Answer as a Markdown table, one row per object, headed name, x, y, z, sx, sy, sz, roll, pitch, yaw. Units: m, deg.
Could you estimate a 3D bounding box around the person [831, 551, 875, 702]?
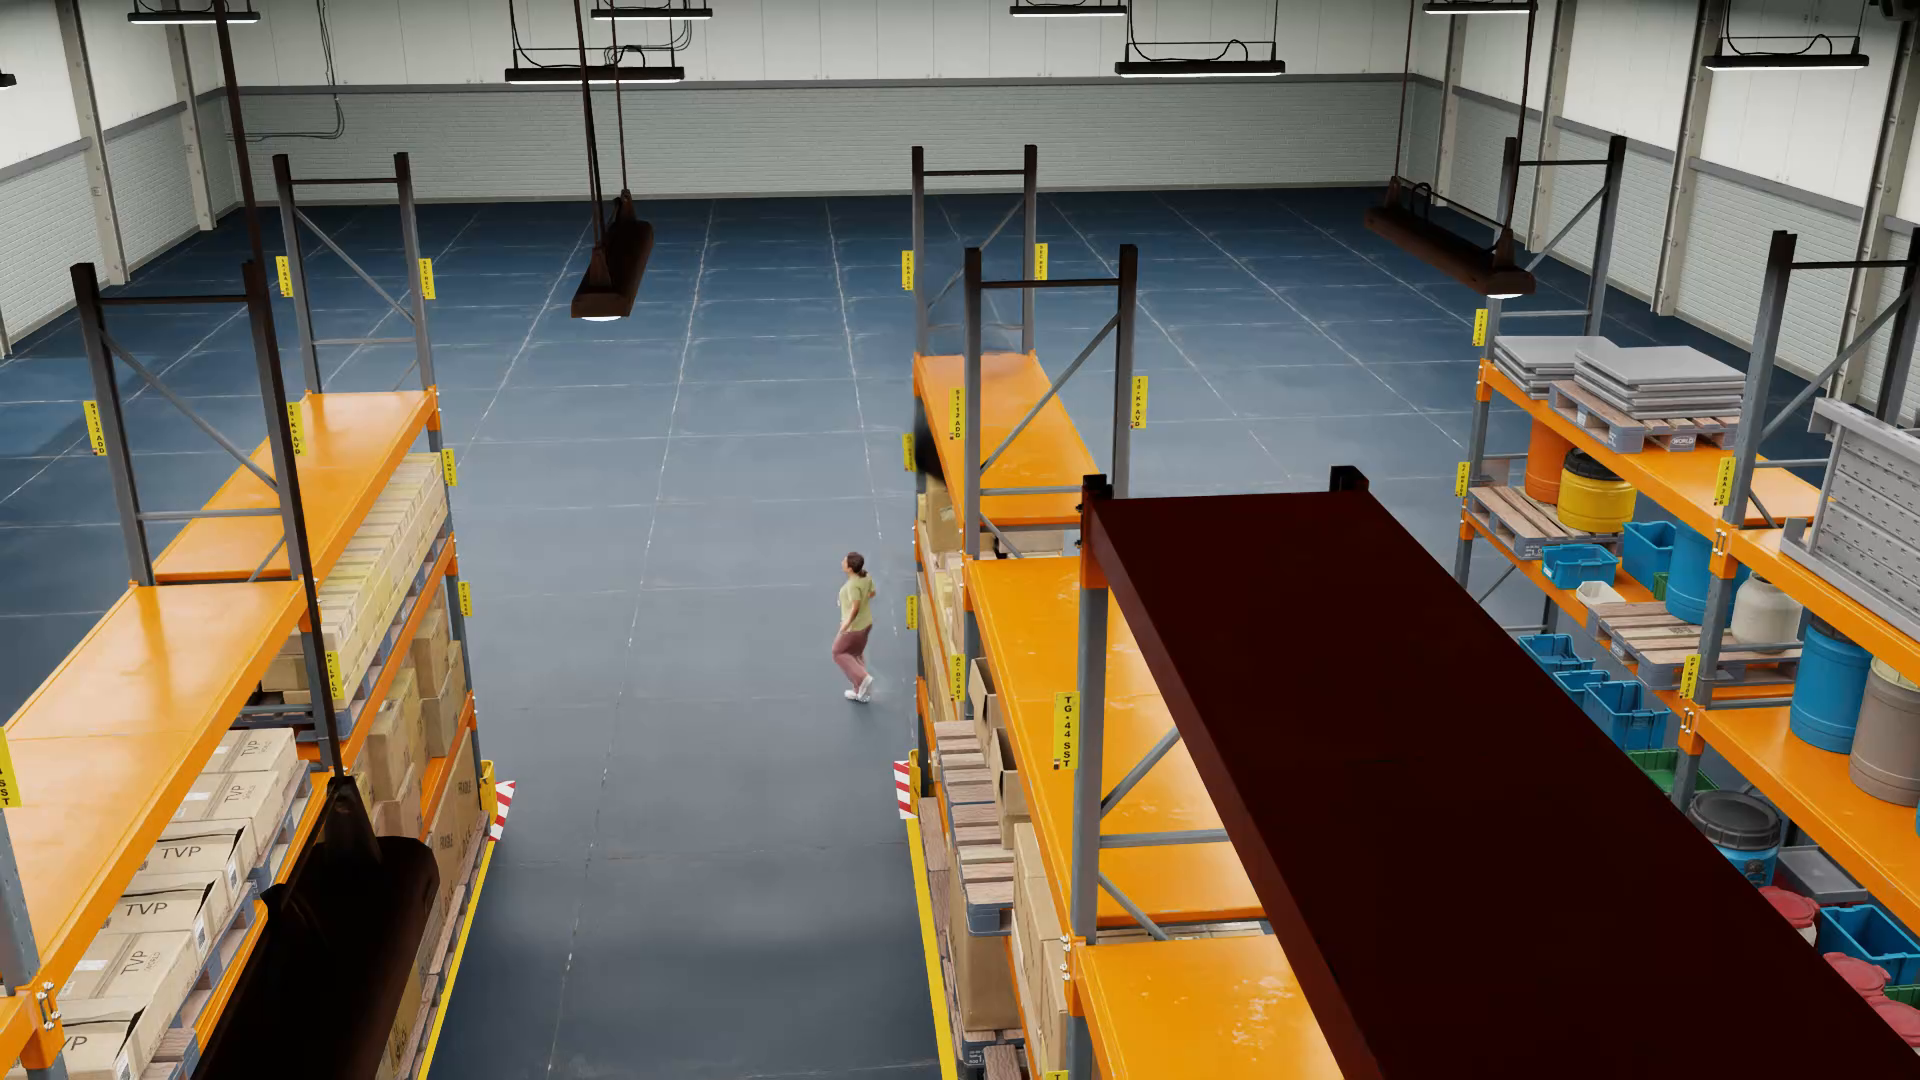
| name | x | y | z | sx | sy | sz | roll | pitch | yaw |
| --- | --- | --- | --- | --- | --- | --- | --- | --- | --- |
| person | -1.080 | 0.890 | 17.204 | 0.564 | 1.628 | 0.568 | 11 | 24 | 27 |
